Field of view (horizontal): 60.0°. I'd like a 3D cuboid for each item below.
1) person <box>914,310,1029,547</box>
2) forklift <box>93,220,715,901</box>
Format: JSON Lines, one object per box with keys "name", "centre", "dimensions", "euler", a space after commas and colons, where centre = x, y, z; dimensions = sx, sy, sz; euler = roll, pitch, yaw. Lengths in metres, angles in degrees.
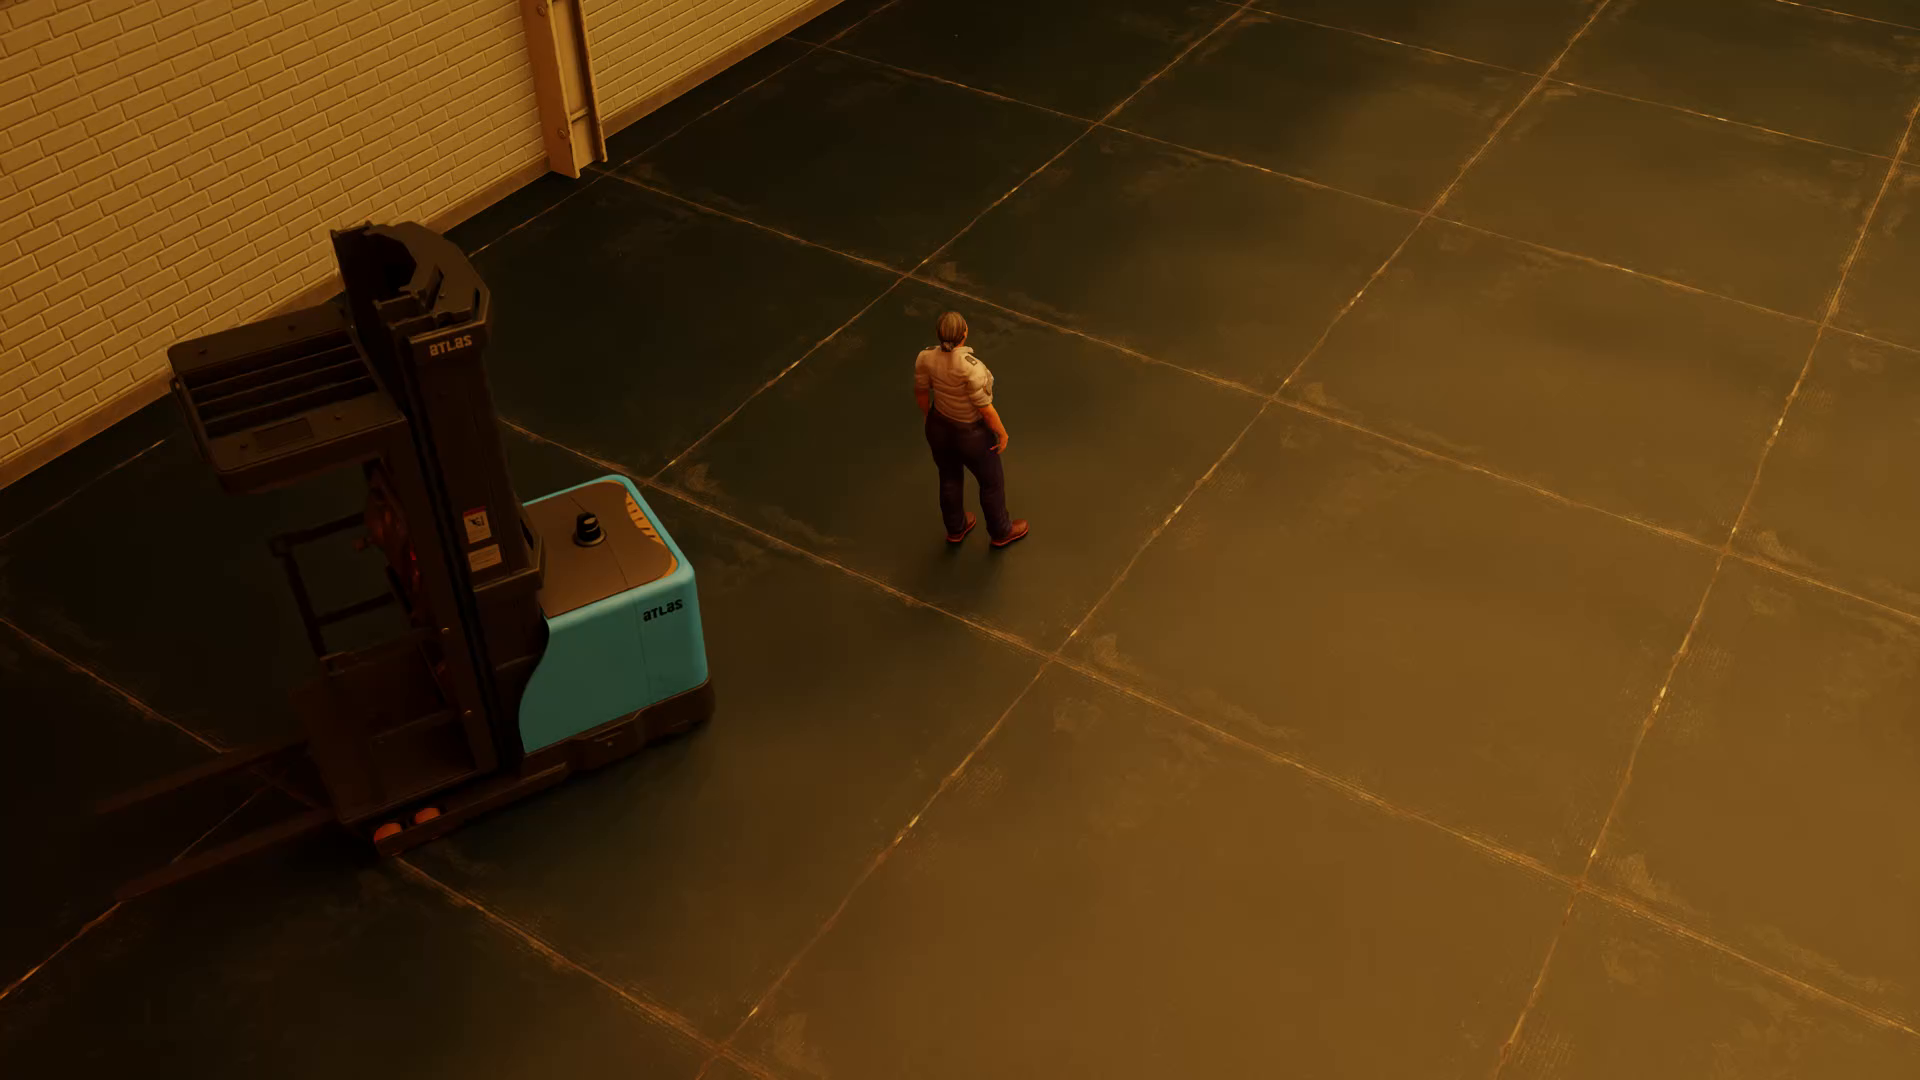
{"name": "person", "centre": [0.067, -0.675, 9.745], "dimensions": [0.599, 1.650, 0.503], "euler": [22, 45, 24]}
{"name": "forklift", "centre": [-2.864, 0.075, 7.878], "dimensions": [3.031, 2.935, 1.130], "euler": [-21, 45, -23]}
